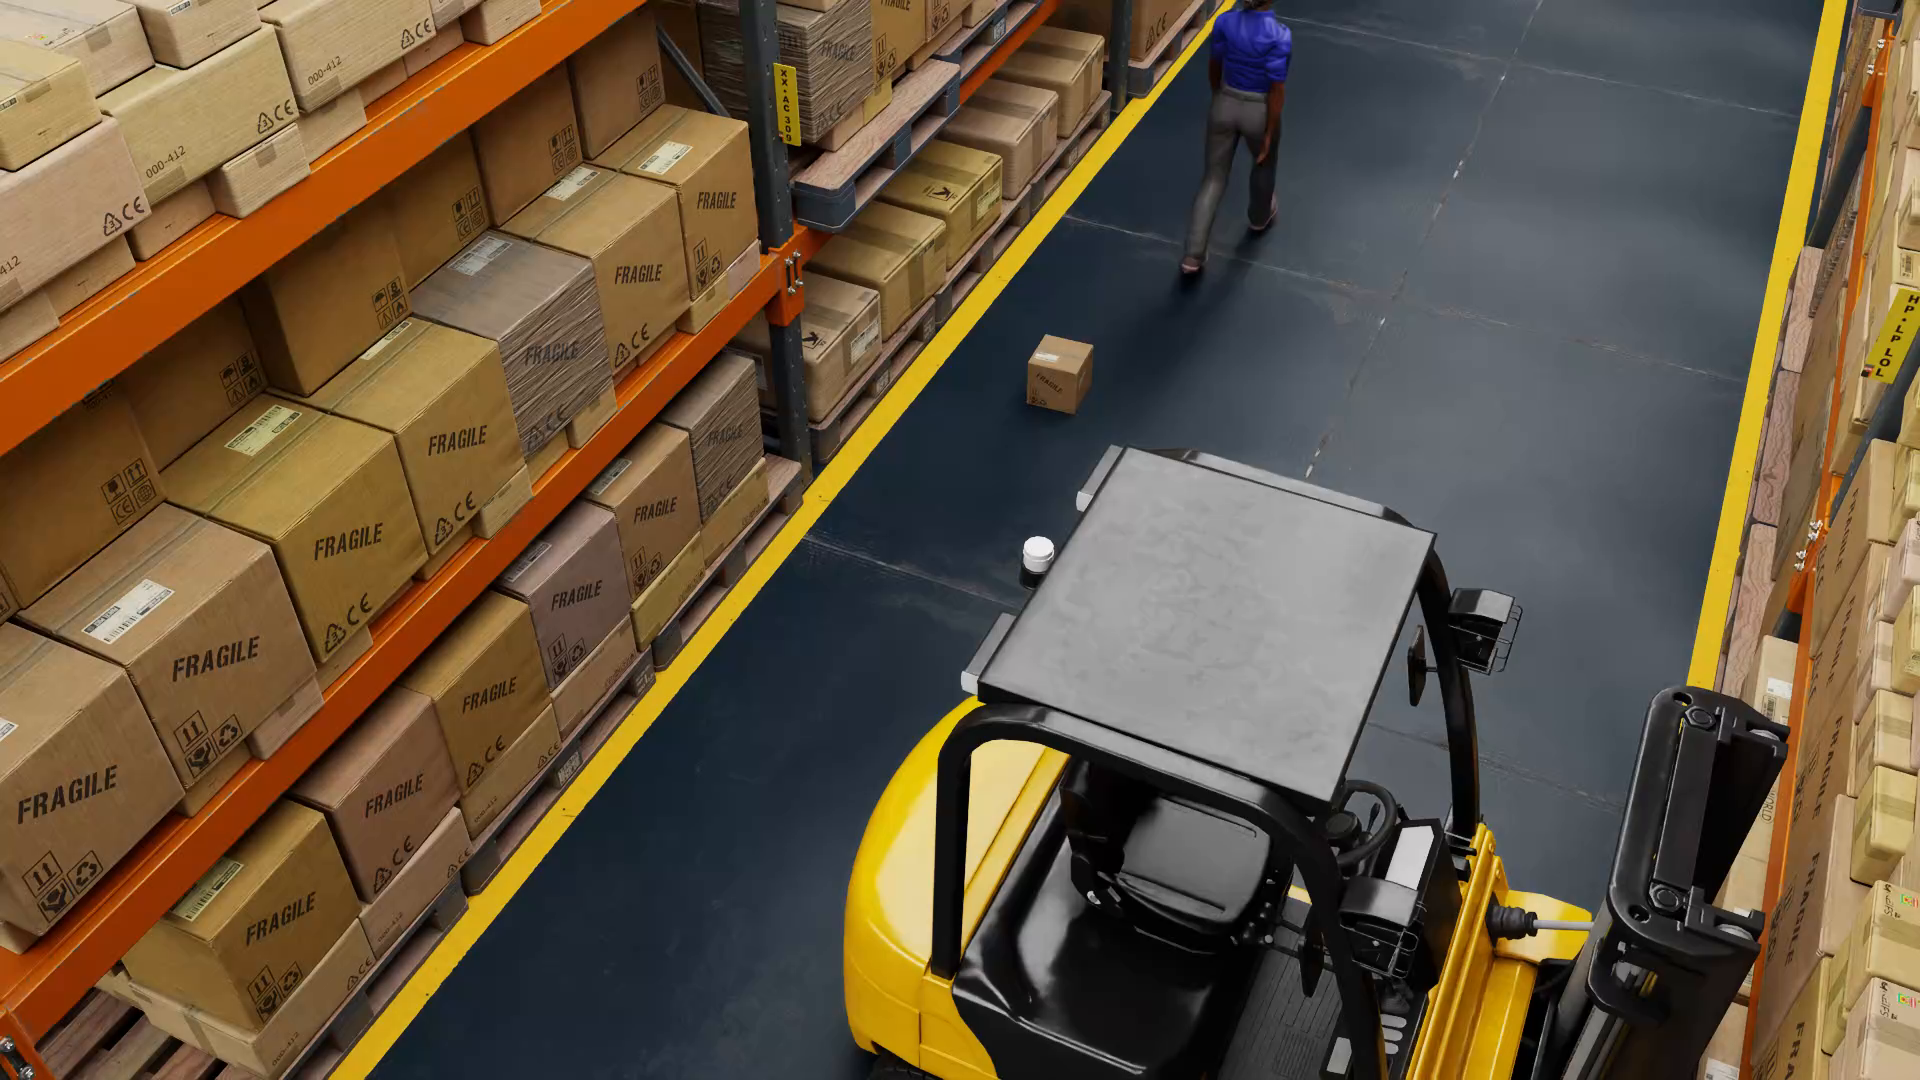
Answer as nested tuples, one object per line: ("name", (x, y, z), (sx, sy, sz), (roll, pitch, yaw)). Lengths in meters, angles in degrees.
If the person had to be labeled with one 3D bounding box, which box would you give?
("person", (1.468, -2.215, 8.598), (0.447, 1.604, 0.989), (17, 45, 18))
